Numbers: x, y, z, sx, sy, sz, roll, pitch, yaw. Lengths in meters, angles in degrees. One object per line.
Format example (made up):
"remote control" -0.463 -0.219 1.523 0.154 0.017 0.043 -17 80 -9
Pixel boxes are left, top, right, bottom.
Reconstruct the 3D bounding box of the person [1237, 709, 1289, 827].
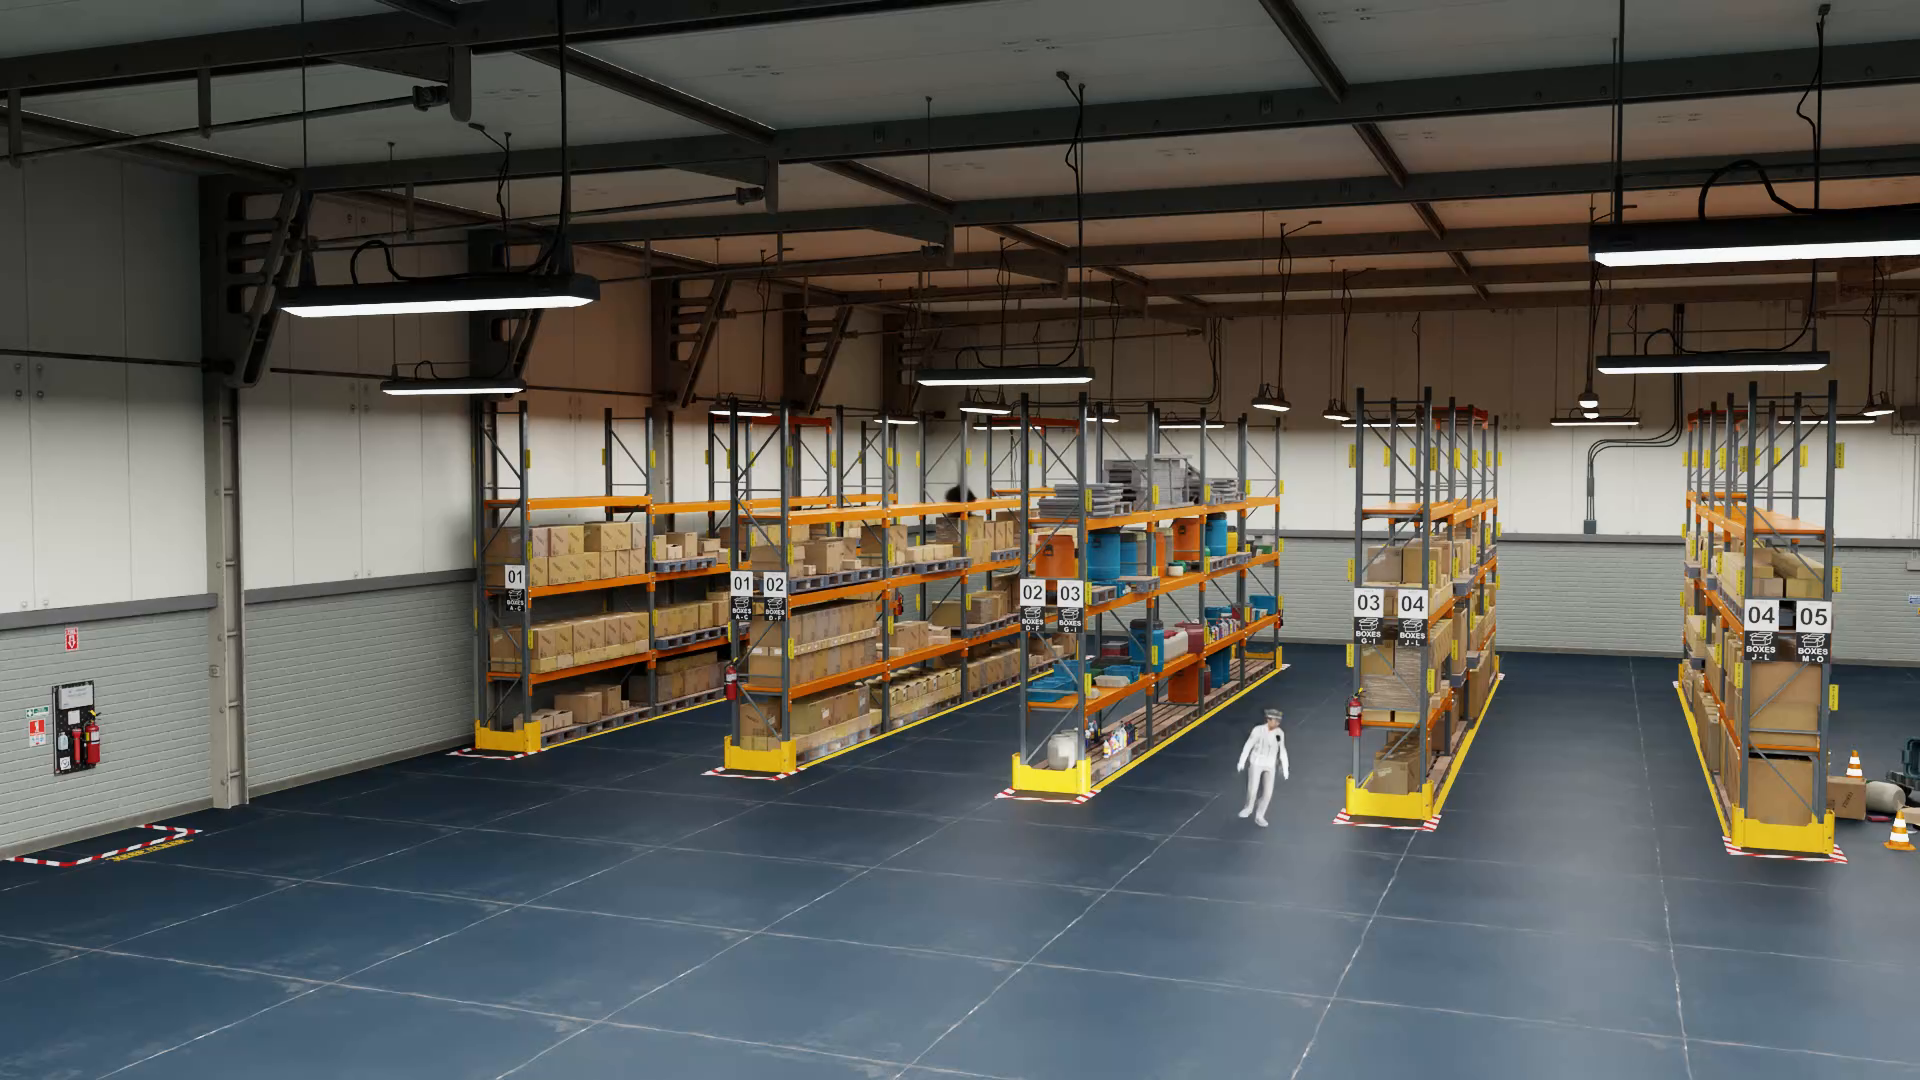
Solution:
"person" 4.129 3.092 22.665 0.633 1.621 0.582 -1 3 -10
